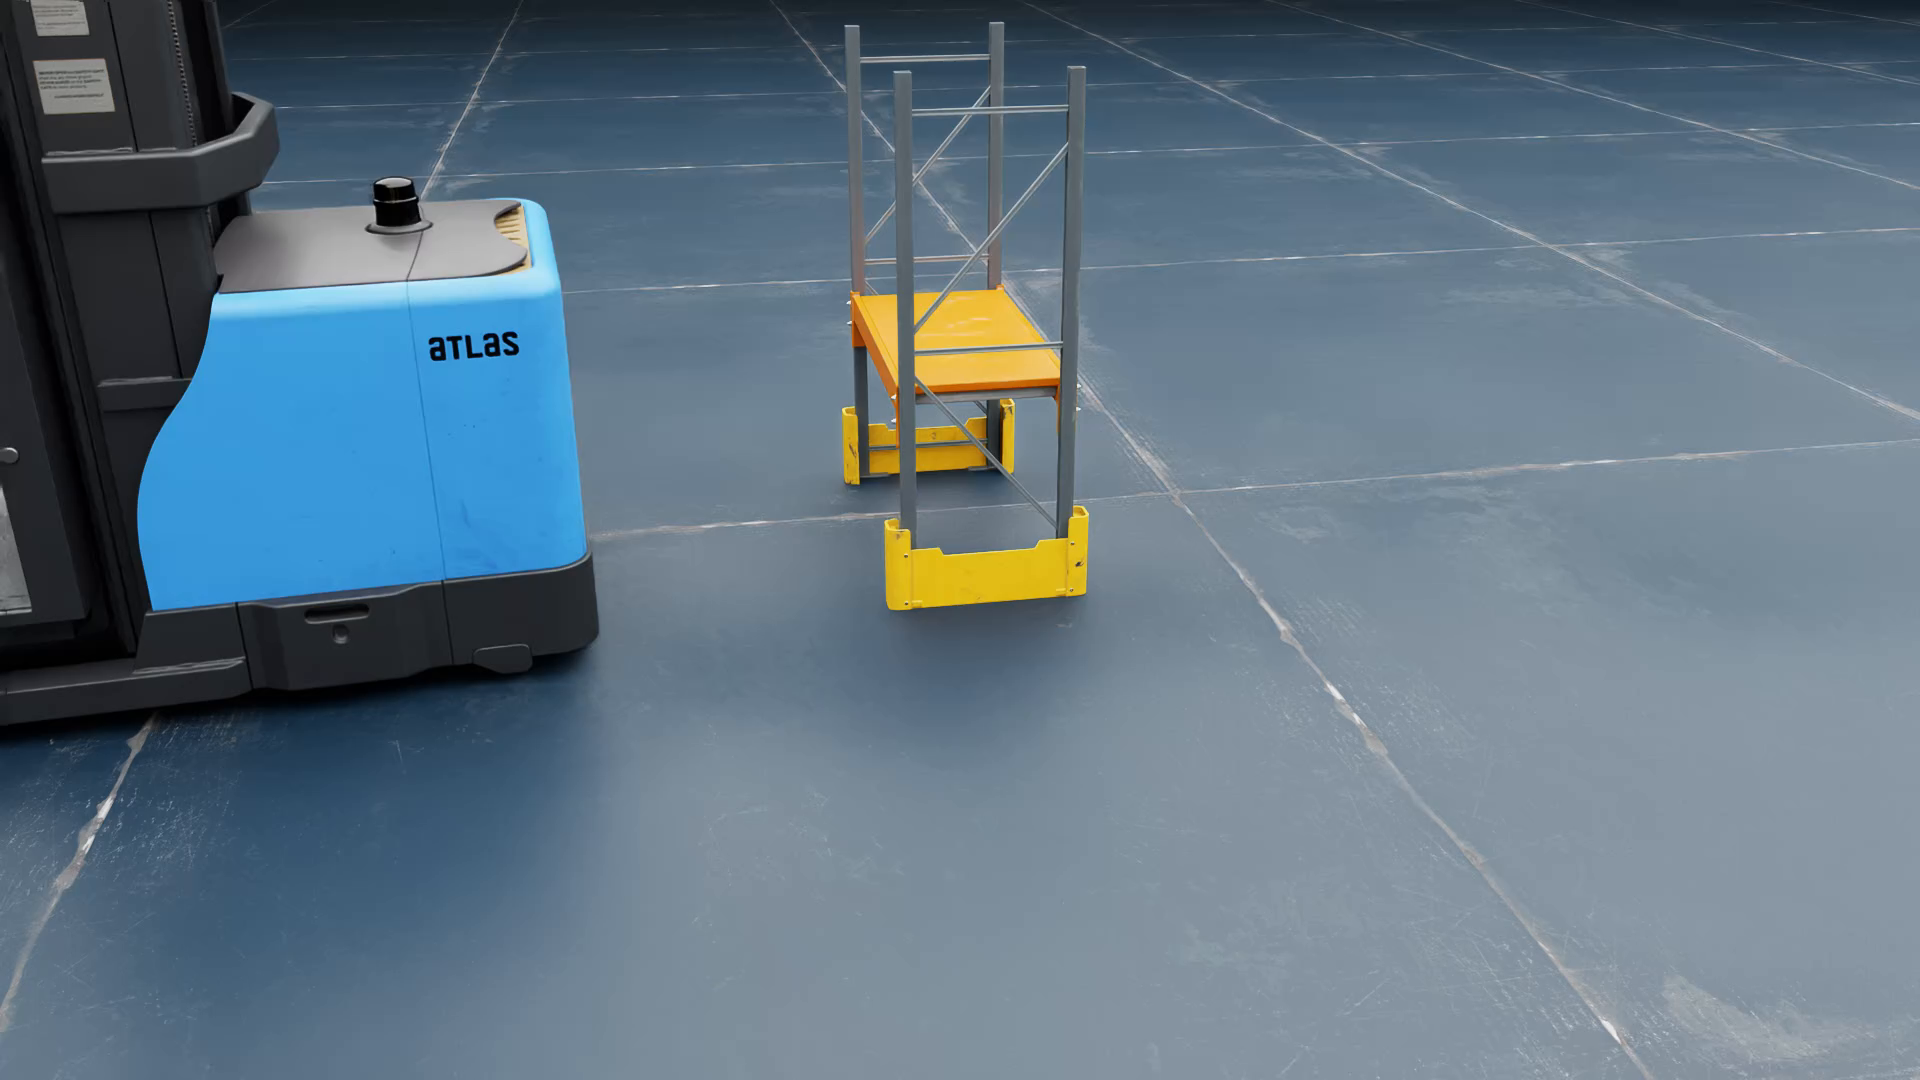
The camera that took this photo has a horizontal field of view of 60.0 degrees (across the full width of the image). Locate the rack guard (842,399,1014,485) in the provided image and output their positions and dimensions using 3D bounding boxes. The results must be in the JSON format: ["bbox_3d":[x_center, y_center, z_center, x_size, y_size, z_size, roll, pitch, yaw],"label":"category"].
[{"bbox_3d":[-0.106,-0.340,5.717,0.587,0.250,0.087,-4,24,-10],"label":"rack guard"}]

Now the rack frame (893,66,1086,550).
[{"bbox_3d":[0.078,-0.521,4.569,0.500,1.500,0.032,-4,24,-10],"label":"rack frame"}]

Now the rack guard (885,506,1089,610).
[{"bbox_3d":[0.078,0.051,4.820,0.587,0.250,0.087,-4,24,-10],"label":"rack guard"}]

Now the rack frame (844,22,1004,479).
[{"bbox_3d":[-0.110,-0.921,5.484,0.500,1.500,0.032,-4,24,-10],"label":"rack frame"}]

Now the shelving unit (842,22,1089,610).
[{"bbox_3d":[-0.014,-0.717,5.018,0.587,1.500,1.083,-4,24,-10],"label":"shelving unit"}]

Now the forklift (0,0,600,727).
[{"bbox_3d":[-2.549,-1.033,3.954,3.031,2.935,1.130,-6,24,-14],"label":"forklift"}]

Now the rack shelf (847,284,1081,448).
[{"bbox_3d":[-0.016,-0.556,5.099,0.538,0.185,1.000,-4,24,-10],"label":"rack shelf"}]
